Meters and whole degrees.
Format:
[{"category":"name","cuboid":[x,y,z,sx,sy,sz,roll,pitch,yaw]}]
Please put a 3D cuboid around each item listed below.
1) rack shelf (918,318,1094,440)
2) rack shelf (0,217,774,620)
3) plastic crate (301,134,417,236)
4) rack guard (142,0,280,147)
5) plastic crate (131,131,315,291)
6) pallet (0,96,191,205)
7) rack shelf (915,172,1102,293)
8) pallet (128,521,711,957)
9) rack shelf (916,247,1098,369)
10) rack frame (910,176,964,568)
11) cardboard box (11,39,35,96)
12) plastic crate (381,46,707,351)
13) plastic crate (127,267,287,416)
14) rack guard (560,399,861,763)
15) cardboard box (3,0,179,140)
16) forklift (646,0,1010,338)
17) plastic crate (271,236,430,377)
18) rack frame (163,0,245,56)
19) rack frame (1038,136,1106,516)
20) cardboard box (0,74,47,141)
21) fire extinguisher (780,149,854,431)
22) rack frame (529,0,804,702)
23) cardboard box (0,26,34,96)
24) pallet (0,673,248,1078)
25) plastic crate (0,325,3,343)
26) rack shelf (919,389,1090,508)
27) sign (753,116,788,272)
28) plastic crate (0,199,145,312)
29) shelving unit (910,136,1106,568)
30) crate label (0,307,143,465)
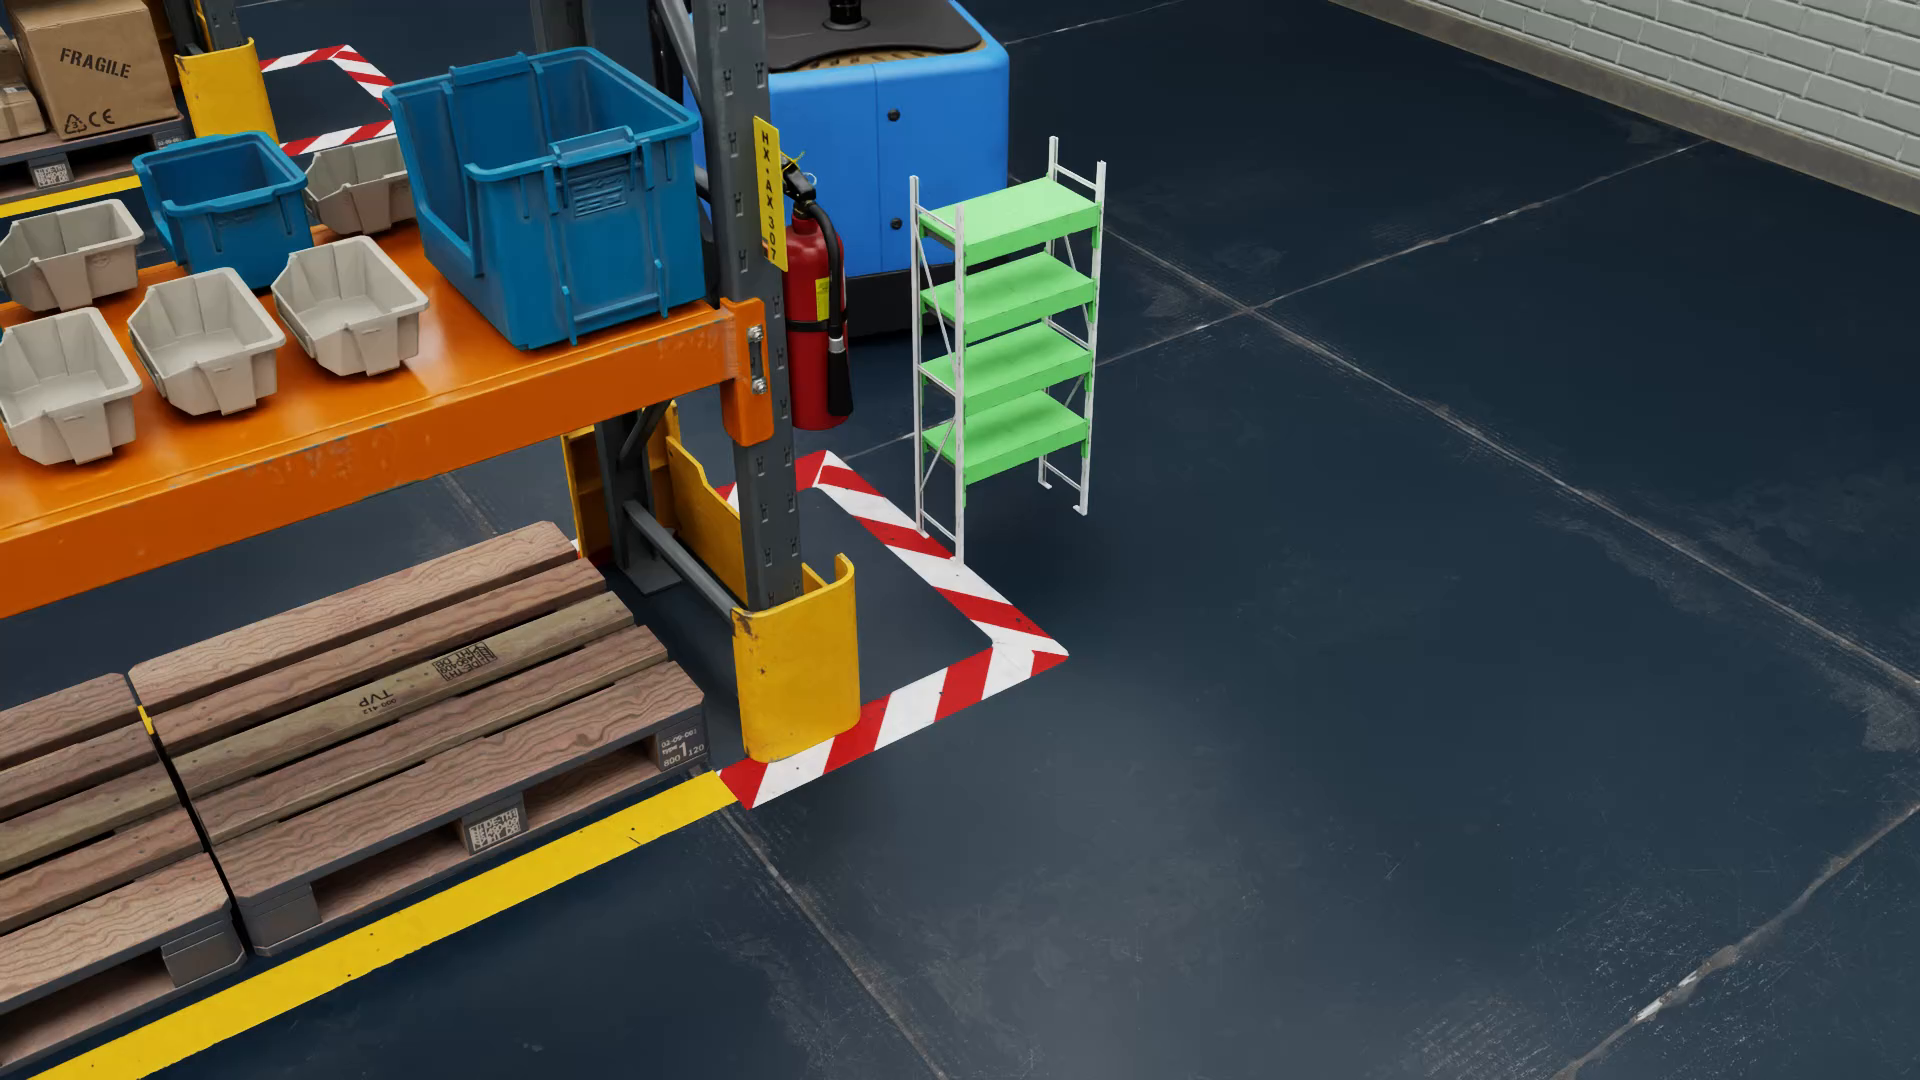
[{"category":"rack shelf","cuboid":[0.135,-0.491,5.014,0.480,0.148,0.258,-22,41,-28]},{"category":"rack shelf","cuboid":[-2.371,0.034,3.250,4.000,0.370,1.077,-22,41,-28]},{"category":"plastic crate","cuboid":[-1.438,-0.854,4.043,0.298,0.136,0.250,-22,41,-28]},{"category":"rack guard","cuboid":[-3.649,-2.256,7.959,0.348,0.500,1.175,-22,41,-28]},{"category":"plastic crate","cuboid":[-1.666,-0.740,3.802,0.300,0.233,0.416,-22,41,-28]},{"category":"pallet","cuboid":[-4.300,-1.870,7.670,1.213,0.211,1.003,-22,41,-28]},{"category":"rack shelf","cuboid":[0.135,-0.881,4.734,0.480,0.148,0.258,-22,41,-28]},{"category":"pallet","cuboid":[-1.433,0.460,4.430,1.213,0.211,1.003,-22,41,-28]},{"category":"rack shelf","cuboid":[0.135,-0.686,4.874,0.480,0.148,0.258,-22,41,-28]},{"category":"rack frame","cuboid":[-0.064,-0.461,4.863,0.015,1.200,0.240,-22,41,-28]},{"category":"cardboard box","cuboid":[-4.331,-2.264,7.879,0.250,0.166,0.380,-22,41,-28]},{"category":"plastic crate","cuboid":[-0.902,-0.768,3.667,0.499,0.435,0.616,-22,41,-28]},{"category":"plastic crate","cuboid":[-1.544,-0.397,3.408,0.243,0.136,0.396,-22,41,-28]},{"category":"rack guard","cuboid":[-0.724,0.069,4.725,0.348,0.500,1.175,-22,41,-28]},{"category":"cardboard box","cuboid":[-3.889,-2.160,7.448,0.500,0.500,0.500,-22,41,-28]},{"category":"forklift","cuboid":[-0.750,-2.747,6.559,1.130,2.935,3.031,-11,37,-15]},{"category":"plastic crate","cuboid":[-1.299,-0.488,3.534,0.243,0.136,0.396,-22,41,-28]},{"category":"rack frame","cuboid":[-3.587,-3.297,7.264,0.127,3.000,1.000,-22,41,-28]},{"category":"rack frame","cuboid":[0.335,-0.625,5.091,0.015,1.200,0.240,-22,41,-28]},{"category":"cardboard box","cuboid":[-4.272,-1.931,7.416,0.250,0.166,0.380,-22,41,-28]},{"category":"fire extinguisher","cuboid":[-0.351,-0.582,3.876,0.183,0.674,0.296,-22,41,-28]},{"category":"rack frame","cuboid":[-0.736,-0.931,3.976,0.127,3.000,1.000,-22,41,-28]},{"category":"cardboard box","cuboid":[-4.603,-2.143,7.639,0.500,0.250,0.500,-22,41,-28]},{"category":"pallet","cuboid":[-2.429,0.868,3.863,1.213,0.211,1.003,-22,41,-28]},{"category":"plastic crate","cuboid":[-2.204,-0.519,3.494,0.300,0.233,0.416,-22,41,-28]},{"category":"rack shelf","cuboid":[0.135,-0.296,5.155,0.480,0.148,0.258,-22,41,-28]},{"category":"sign","cuboid":[-0.406,-0.740,3.571,0.005,0.325,0.100,-22,41,-28]},{"category":"plastic crate","cuboid":[-1.992,-0.626,3.726,0.298,0.136,0.250,-22,41,-28]},{"category":"shelving unit","cuboid":[0.135,-0.543,4.977,0.503,1.200,0.258,-22,41,-28]},{"category":"crate label","cuboid":[-1.757,-0.292,3.261,0.243,0.136,0.396,-22,41,-28]}]
